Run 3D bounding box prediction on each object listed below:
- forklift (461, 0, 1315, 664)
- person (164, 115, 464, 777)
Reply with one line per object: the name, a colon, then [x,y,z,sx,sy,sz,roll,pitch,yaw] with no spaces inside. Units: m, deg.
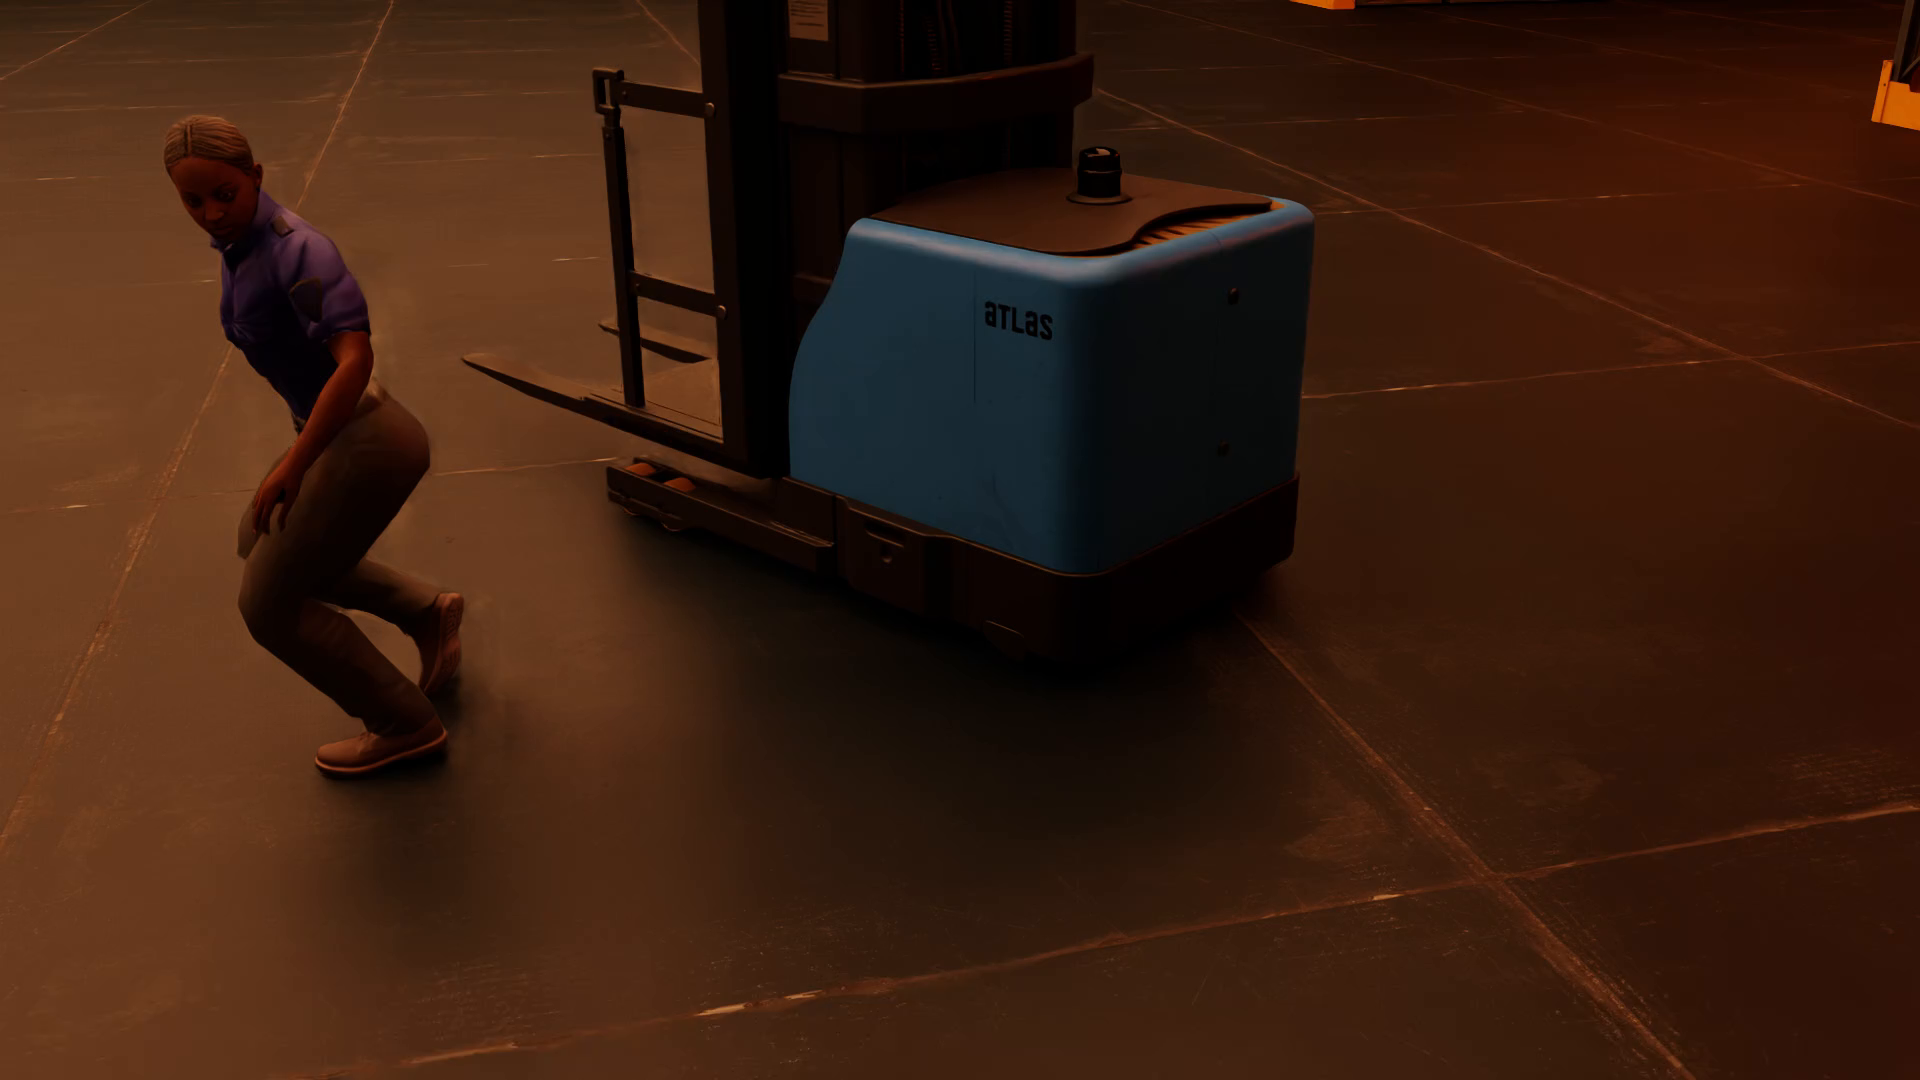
forklift: [-0.470,-1.507,4.850,3.031,2.935,1.130,20,30,38]
person: [-1.418,-0.221,3.757,0.506,1.496,0.876,-10,25,-23]
